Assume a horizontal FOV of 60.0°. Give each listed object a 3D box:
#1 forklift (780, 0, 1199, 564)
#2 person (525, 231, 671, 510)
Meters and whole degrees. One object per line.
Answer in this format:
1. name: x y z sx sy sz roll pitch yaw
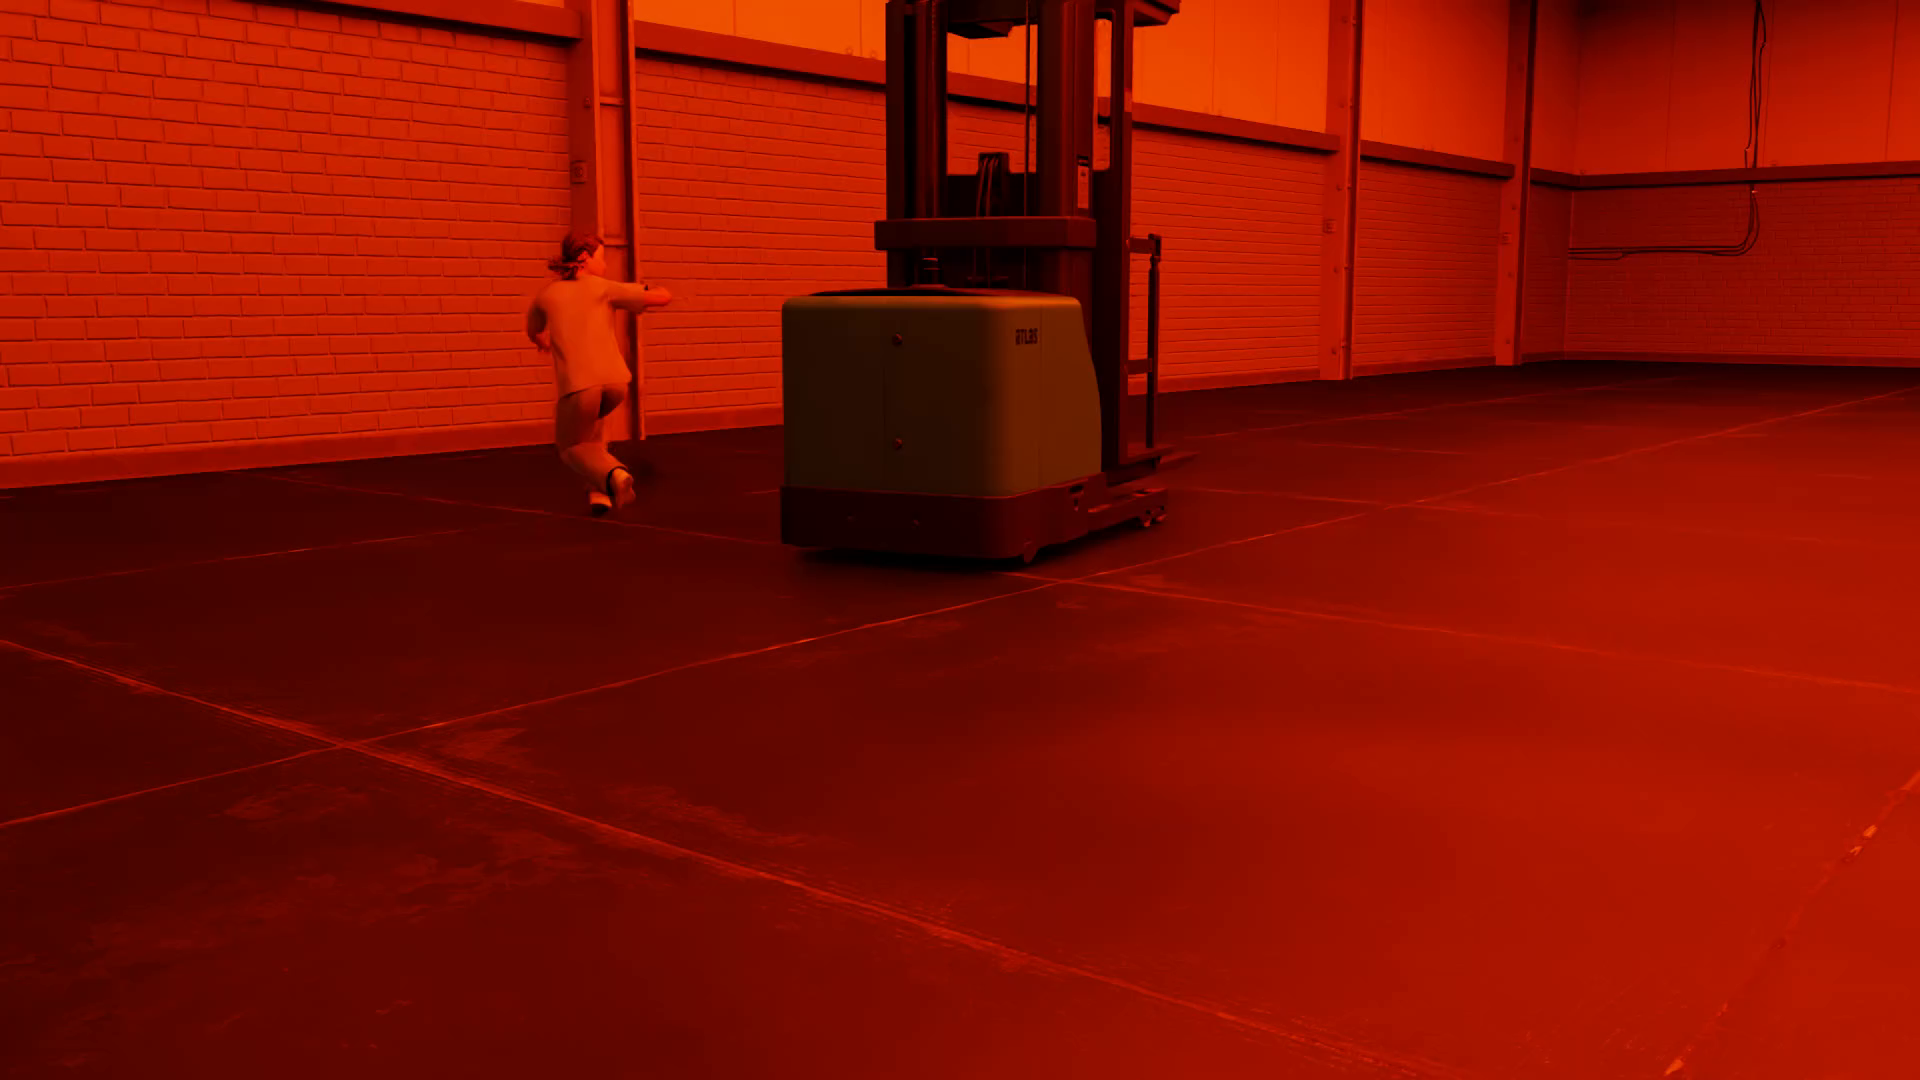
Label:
1. forklift: 0.354 -1.531 7.746 1.130 2.935 3.031 4 9 25
2. person: -1.770 -0.825 8.234 0.698 1.383 1.016 -3 9 -22
